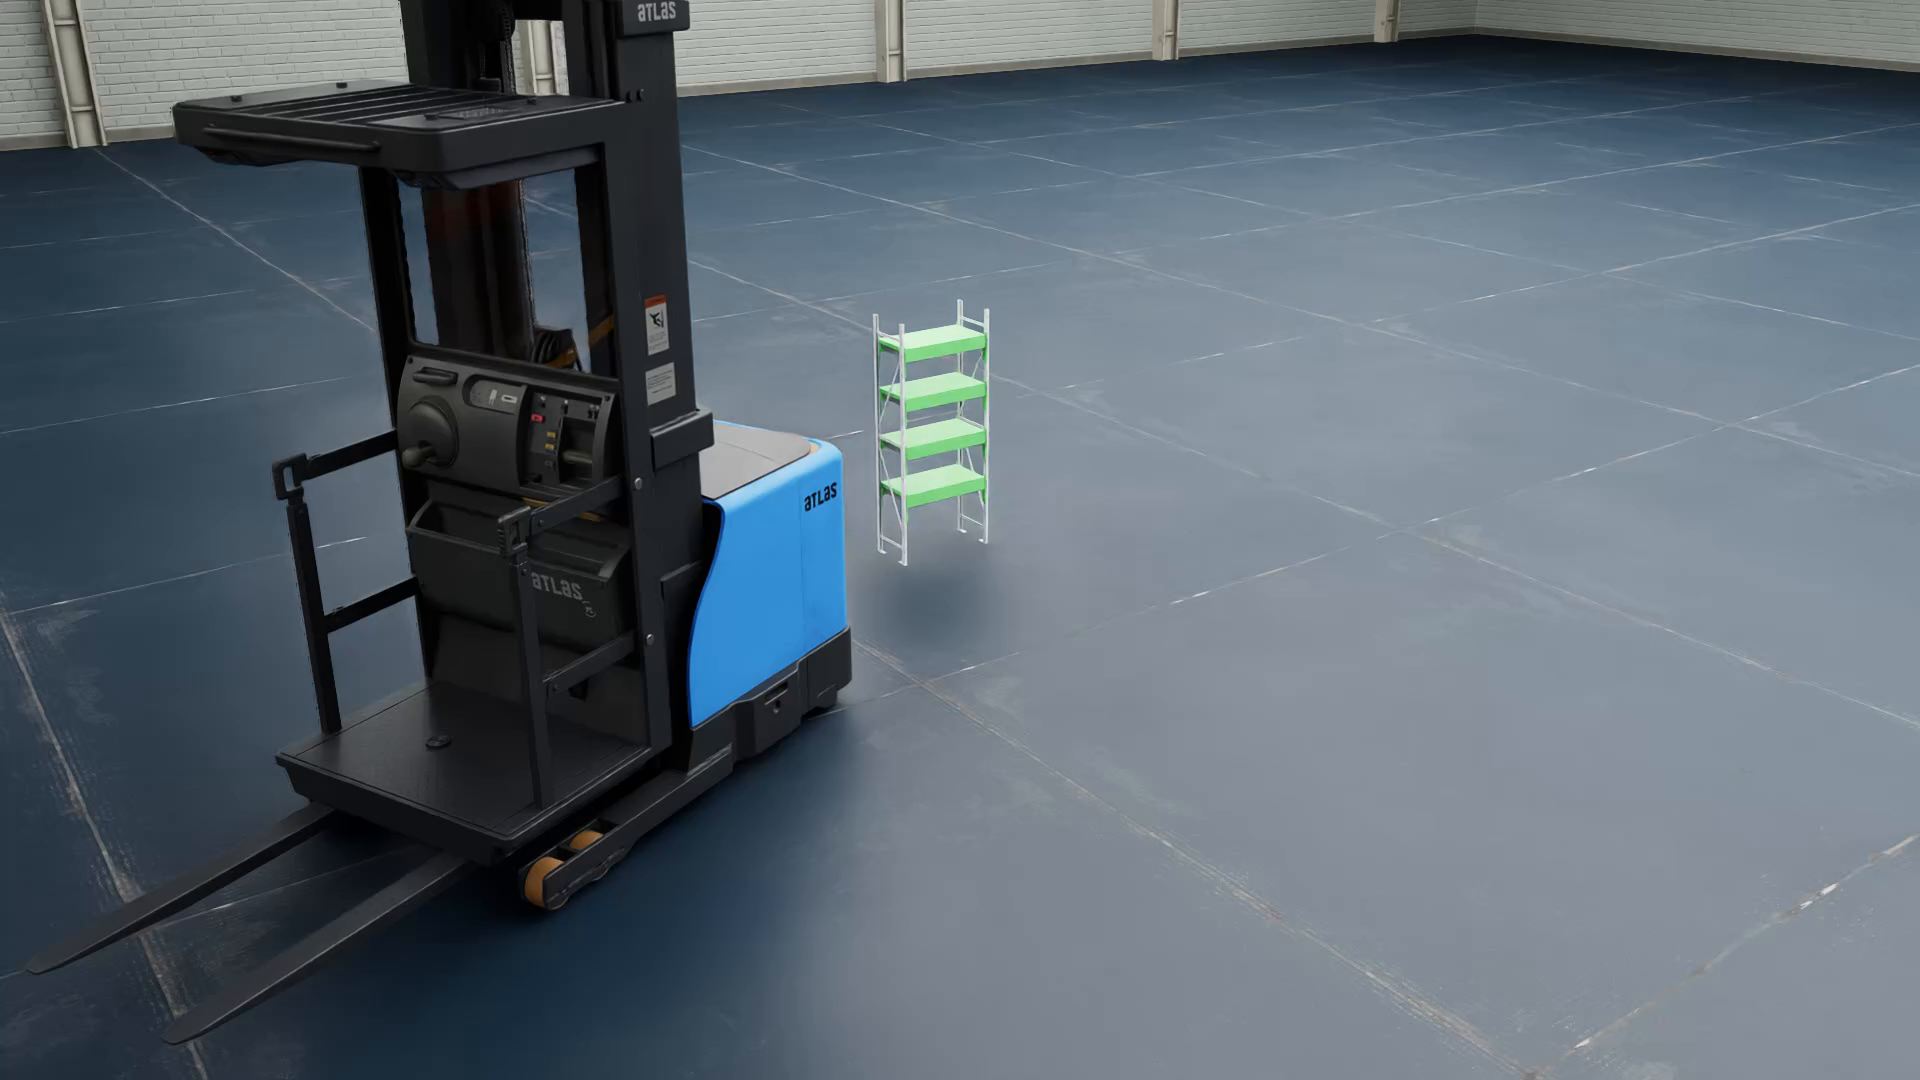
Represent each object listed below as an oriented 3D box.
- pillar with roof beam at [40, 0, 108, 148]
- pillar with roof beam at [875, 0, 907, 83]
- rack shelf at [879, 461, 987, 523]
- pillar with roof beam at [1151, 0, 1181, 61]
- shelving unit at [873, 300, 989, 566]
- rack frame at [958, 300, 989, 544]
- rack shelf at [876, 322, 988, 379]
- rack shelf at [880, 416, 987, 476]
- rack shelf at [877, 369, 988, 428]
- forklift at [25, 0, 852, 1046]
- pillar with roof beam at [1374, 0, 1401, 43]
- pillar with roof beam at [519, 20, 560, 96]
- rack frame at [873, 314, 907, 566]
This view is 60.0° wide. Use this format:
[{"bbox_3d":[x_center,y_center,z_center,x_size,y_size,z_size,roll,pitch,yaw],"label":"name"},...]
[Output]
[{"bbox_3d":[-8.347,-7.797,15.795,0.400,9.000,9.100,-15,26,-33],"label":"pillar with roof beam"},{"bbox_3d":[1.394,-10.395,22.304,0.400,9.000,9.100,-15,26,-33],"label":"pillar with roof beam"},{"bbox_3d":[-0.134,-0.239,8.197,0.480,0.148,0.258,-15,26,-33],"label":"rack shelf"},{"bbox_3d":[6.264,-11.693,25.559,0.400,9.000,9.100,-15,26,-33],"label":"pillar with roof beam"},{"bbox_3d":[-0.134,-0.521,8.084,0.503,1.200,0.258,-15,26,-33],"label":"shelving unit"},{"bbox_3d":[0.064,-0.574,8.217,0.015,1.200,0.240,-15,26,-33],"label":"rack frame"},{"bbox_3d":[-0.134,-0.908,7.930,0.480,0.148,0.258,-15,26,-33],"label":"rack shelf"},{"bbox_3d":[-0.134,-0.462,8.108,0.480,0.148,0.258,-15,26,-33],"label":"rack shelf"},{"bbox_3d":[-0.134,-0.685,8.019,0.480,0.148,0.258,-15,26,-33],"label":"rack shelf"},{"bbox_3d":[-1.618,-0.357,5.337,1.130,2.935,3.031,12,25,28],"label":"forklift"},{"bbox_3d":[11.135,-12.992,28.813,0.400,9.000,9.100,-15,26,-33],"label":"pillar with roof beam"},{"bbox_3d":[-3.477,-9.096,19.050,0.400,9.000,9.100,-15,26,-33],"label":"pillar with roof beam"},{"bbox_3d":[-0.332,-0.469,7.952,0.015,1.200,0.240,-15,26,-33],"label":"rack frame"}]
